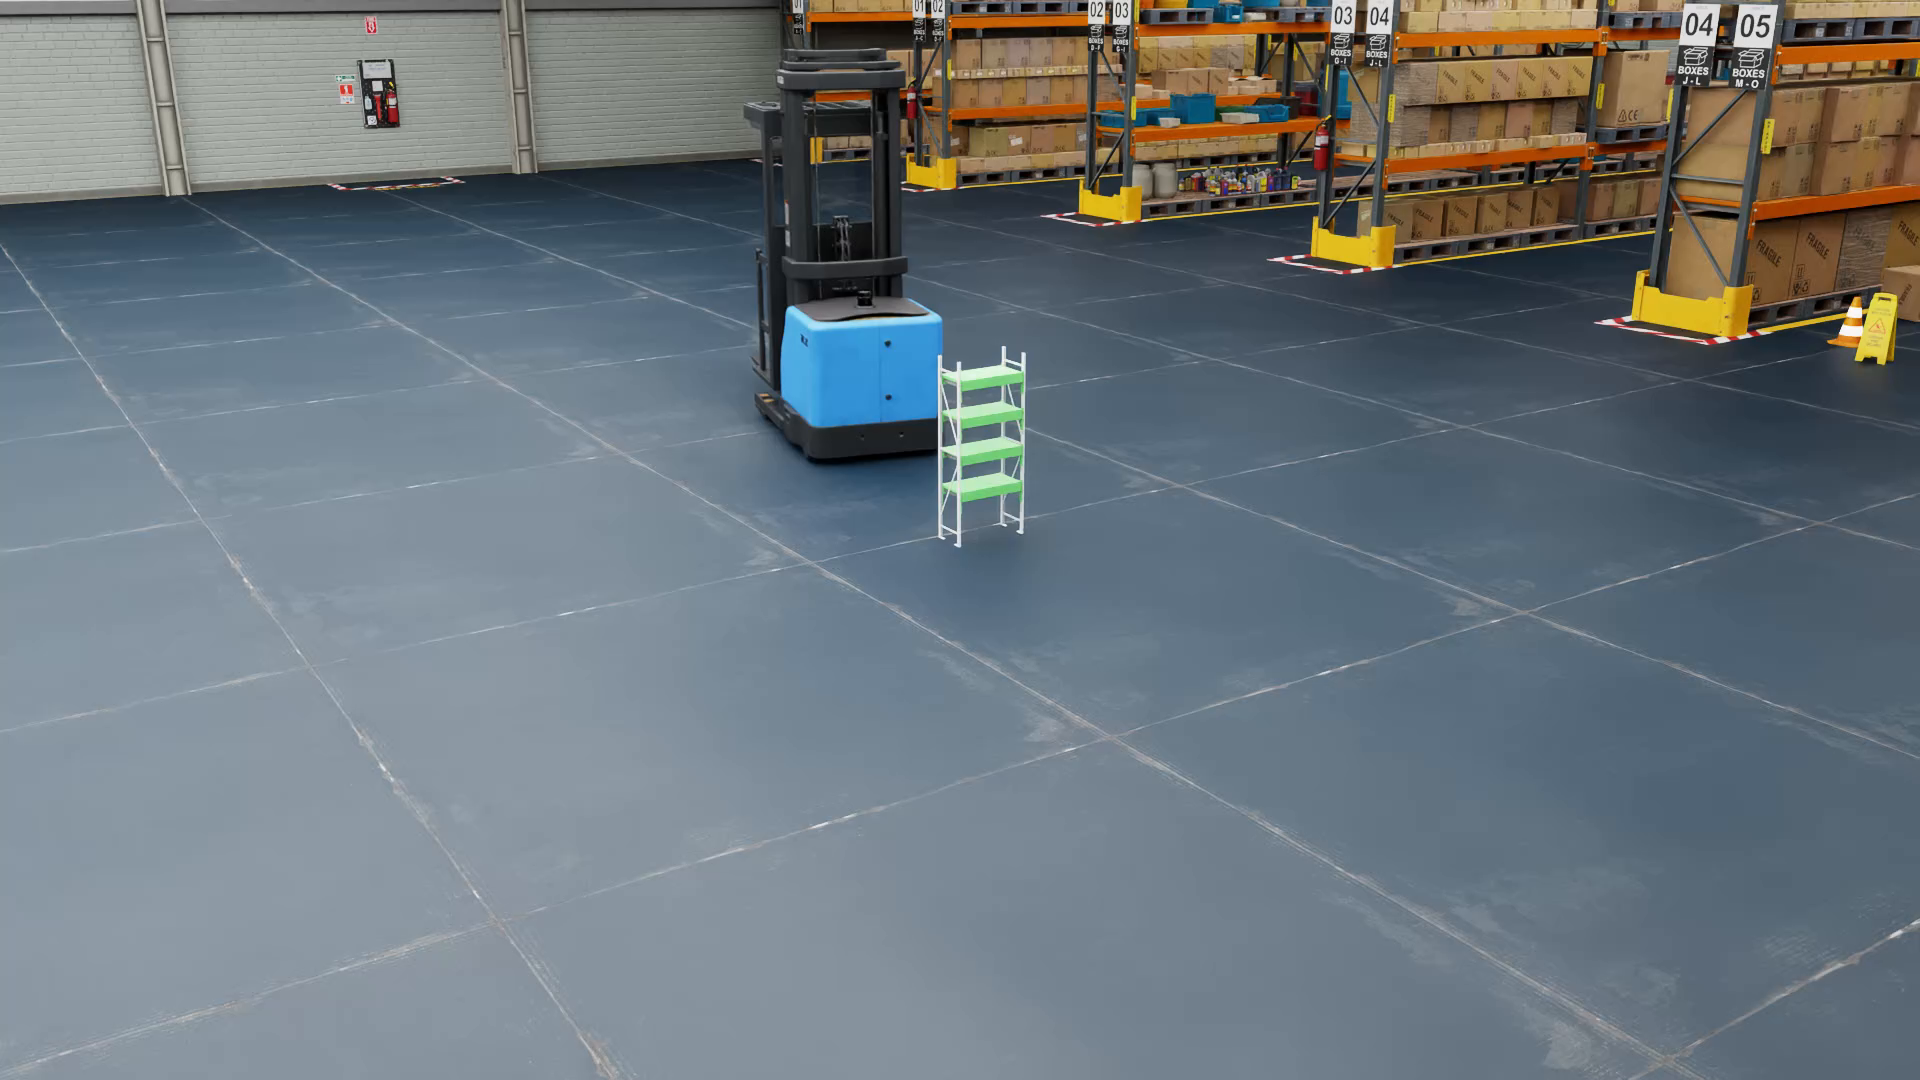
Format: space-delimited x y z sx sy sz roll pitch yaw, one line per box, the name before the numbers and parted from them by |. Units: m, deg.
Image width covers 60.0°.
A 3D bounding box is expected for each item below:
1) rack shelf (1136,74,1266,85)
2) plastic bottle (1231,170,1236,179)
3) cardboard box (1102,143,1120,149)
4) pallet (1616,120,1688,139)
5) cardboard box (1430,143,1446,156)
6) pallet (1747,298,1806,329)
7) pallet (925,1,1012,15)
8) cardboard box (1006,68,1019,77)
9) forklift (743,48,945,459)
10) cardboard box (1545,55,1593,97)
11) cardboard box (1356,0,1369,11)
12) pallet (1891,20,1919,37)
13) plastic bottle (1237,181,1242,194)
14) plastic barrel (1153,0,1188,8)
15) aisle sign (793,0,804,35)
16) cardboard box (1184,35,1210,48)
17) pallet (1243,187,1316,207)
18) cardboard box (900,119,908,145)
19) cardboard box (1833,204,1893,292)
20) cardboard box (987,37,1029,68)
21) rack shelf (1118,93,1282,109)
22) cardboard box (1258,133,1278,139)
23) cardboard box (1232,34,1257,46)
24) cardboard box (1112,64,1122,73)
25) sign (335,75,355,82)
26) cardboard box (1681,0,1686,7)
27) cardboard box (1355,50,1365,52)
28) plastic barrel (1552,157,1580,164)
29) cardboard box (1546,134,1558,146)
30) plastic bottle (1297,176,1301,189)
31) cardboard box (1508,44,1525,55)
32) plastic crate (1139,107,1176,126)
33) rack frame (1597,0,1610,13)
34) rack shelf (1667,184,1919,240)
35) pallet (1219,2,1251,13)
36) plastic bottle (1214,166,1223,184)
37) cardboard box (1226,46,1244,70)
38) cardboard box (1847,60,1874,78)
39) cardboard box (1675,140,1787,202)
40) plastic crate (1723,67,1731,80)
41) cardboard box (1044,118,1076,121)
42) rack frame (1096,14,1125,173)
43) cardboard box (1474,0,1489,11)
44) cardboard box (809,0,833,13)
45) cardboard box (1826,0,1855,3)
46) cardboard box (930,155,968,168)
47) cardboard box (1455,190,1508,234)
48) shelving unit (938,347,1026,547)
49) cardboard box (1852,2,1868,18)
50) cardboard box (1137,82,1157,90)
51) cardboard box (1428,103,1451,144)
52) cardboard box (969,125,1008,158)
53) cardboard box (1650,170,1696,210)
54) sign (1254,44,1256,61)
rack shelf | 5.141 -10.395 37.932 4.000 0.370 1.077 -12 22 -31
plastic bottle | 4.416 -5.844 26.922 0.097 0.271 0.097 0 19 0
cardboard box | 3.044 -7.401 31.592 0.500 0.250 0.500 -12 22 -32
pallet | 10.013 -5.958 23.984 1.213 0.211 1.003 -12 22 -31
cardboard box | 5.965 -4.995 21.230 0.250 0.149 0.380 -12 22 -31
pallet | 8.230 -2.496 17.797 1.213 0.211 1.003 -12 22 -31
pallet | 0.121 -9.147 28.571 1.213 0.211 1.003 -12 22 -31
cardboard box | 0.824 -8.198 29.142 0.250 0.149 0.380 -13 23 -33
forklift | -1.074 -2.423 13.337 1.130 2.935 3.031 -6 20 -18
cardboard box | 8.078 -6.213 22.257 0.500 0.500 0.500 -12 22 -31
cardboard box | 5.022 -6.671 20.721 0.250 0.149 0.380 -12 22 -31
pallet | 10.257 -5.597 18.072 1.213 0.211 1.003 -12 22 -31
plastic bottle | 4.376 -5.538 26.126 0.097 0.201 0.097 0 19 0
plastic barrel | 3.120 -8.268 24.885 0.600 0.588 0.600 0 19 0
aisle sign | -3.106 -10.113 31.915 0.004 0.787 0.394 -12 22 -31
cardboard box | 5.278 -11.223 37.435 0.500 0.250 0.500 -12 22 -33
pallet | 4.995 -5.601 26.982 1.213 0.211 1.003 -12 22 -31
cardboard box | -1.467 -8.313 33.865 0.500 0.500 0.700 -14 23 -35
cardboard box | 9.632 -3.300 18.484 0.875 0.875 0.875 -12 22 -31
cardboard box | 0.815 -8.583 29.267 0.500 0.500 0.700 -12 22 -31
rack shelf | 4.528 -8.366 31.930 4.000 0.370 1.077 -12 22 -31
cardboard box | 5.896 -8.063 32.673 0.500 0.311 0.500 -11 22 -30
cardboard box | 6.562 -11.490 38.226 0.500 0.250 0.500 -11 22 -30
cardboard box | 2.748 -8.604 30.342 0.250 0.149 0.380 -12 22 -31
sign | -10.708 -8.044 28.970 0.331 0.109 0.001 -12 22 -31
cardboard box | 10.538 -7.786 23.473 0.500 0.500 0.500 -11 22 -30
cardboard box | 8.481 -9.848 34.380 0.500 0.500 0.700 -8 20 -23
plastic barrel | 11.205 -7.427 30.650 0.708 0.901 0.600 -12 22 -31
cardboard box | 7.829 -5.399 22.424 0.250 0.149 0.380 -12 22 -31
plastic bottle | 5.447 -5.764 26.794 0.097 0.201 0.097 0 19 0
cardboard box | 11.807 -10.655 35.862 0.500 0.500 0.500 -11 22 -30
plastic crate | 3.037 -6.535 25.623 0.408 0.251 0.499 -12 22 -31
rack frame | 8.303 -8.546 21.973 0.127 3.000 1.000 -12 22 -31
rack shelf | 9.276 -3.666 18.030 4.000 0.370 1.077 -12 22 -31
pallet | 4.748 -10.049 31.398 1.213 0.211 1.003 -11 21 -29
plastic bottle | 4.163 -5.843 26.794 0.185 0.351 0.144 -12 22 -32
cardboard box | 6.144 -11.044 38.078 0.500 0.500 0.500 -12 22 -31
cardboard box | 13.875 -7.403 26.237 0.637 0.503 0.797 -12 22 -31
cardboard box | 7.890 -3.803 17.078 0.550 0.550 0.875 -12 22 -31
plastic crate | 15.424 -9.079 32.767 0.499 0.435 0.616 -12 22 -31
cardboard box | 1.885 -7.518 30.765 0.500 0.500 0.500 -12 22 -31
rack frame | 2.857 -8.354 30.773 0.127 3.000 1.000 -12 22 -31
cardboard box | 6.424 -6.745 20.940 0.250 0.149 0.380 -13 23 -34
cardboard box | -2.794 -10.444 32.083 0.500 0.500 0.500 -11 22 -30
cardboard box | 8.573 -5.498 16.599 0.500 0.250 0.500 -12 22 -32
cardboard box | -0.198 -6.720 29.575 0.500 0.250 0.500 -12 22 -31
cardboard box | 6.997 -4.426 22.400 0.500 0.500 0.500 -14 23 -36
shelving unit | 0.138 -0.598 10.639 0.503 1.200 0.258 -12 22 -31
cardboard box | 8.911 -5.356 16.800 0.250 0.149 0.380 -12 22 -31
cardboard box | 3.491 -8.495 31.398 0.258 0.266 0.396 -13 22 -33
cardboard box | 5.788 -5.397 21.406 0.500 0.500 0.875 -12 22 -31
cardboard box | 0.503 -7.025 29.307 0.500 0.500 0.500 -12 22 -31
cardboard box | 10.638 -5.208 24.683 0.500 0.500 0.700 -14 23 -36
sign | 5.892 -9.713 33.109 0.005 0.325 0.100 -12 22 -31
